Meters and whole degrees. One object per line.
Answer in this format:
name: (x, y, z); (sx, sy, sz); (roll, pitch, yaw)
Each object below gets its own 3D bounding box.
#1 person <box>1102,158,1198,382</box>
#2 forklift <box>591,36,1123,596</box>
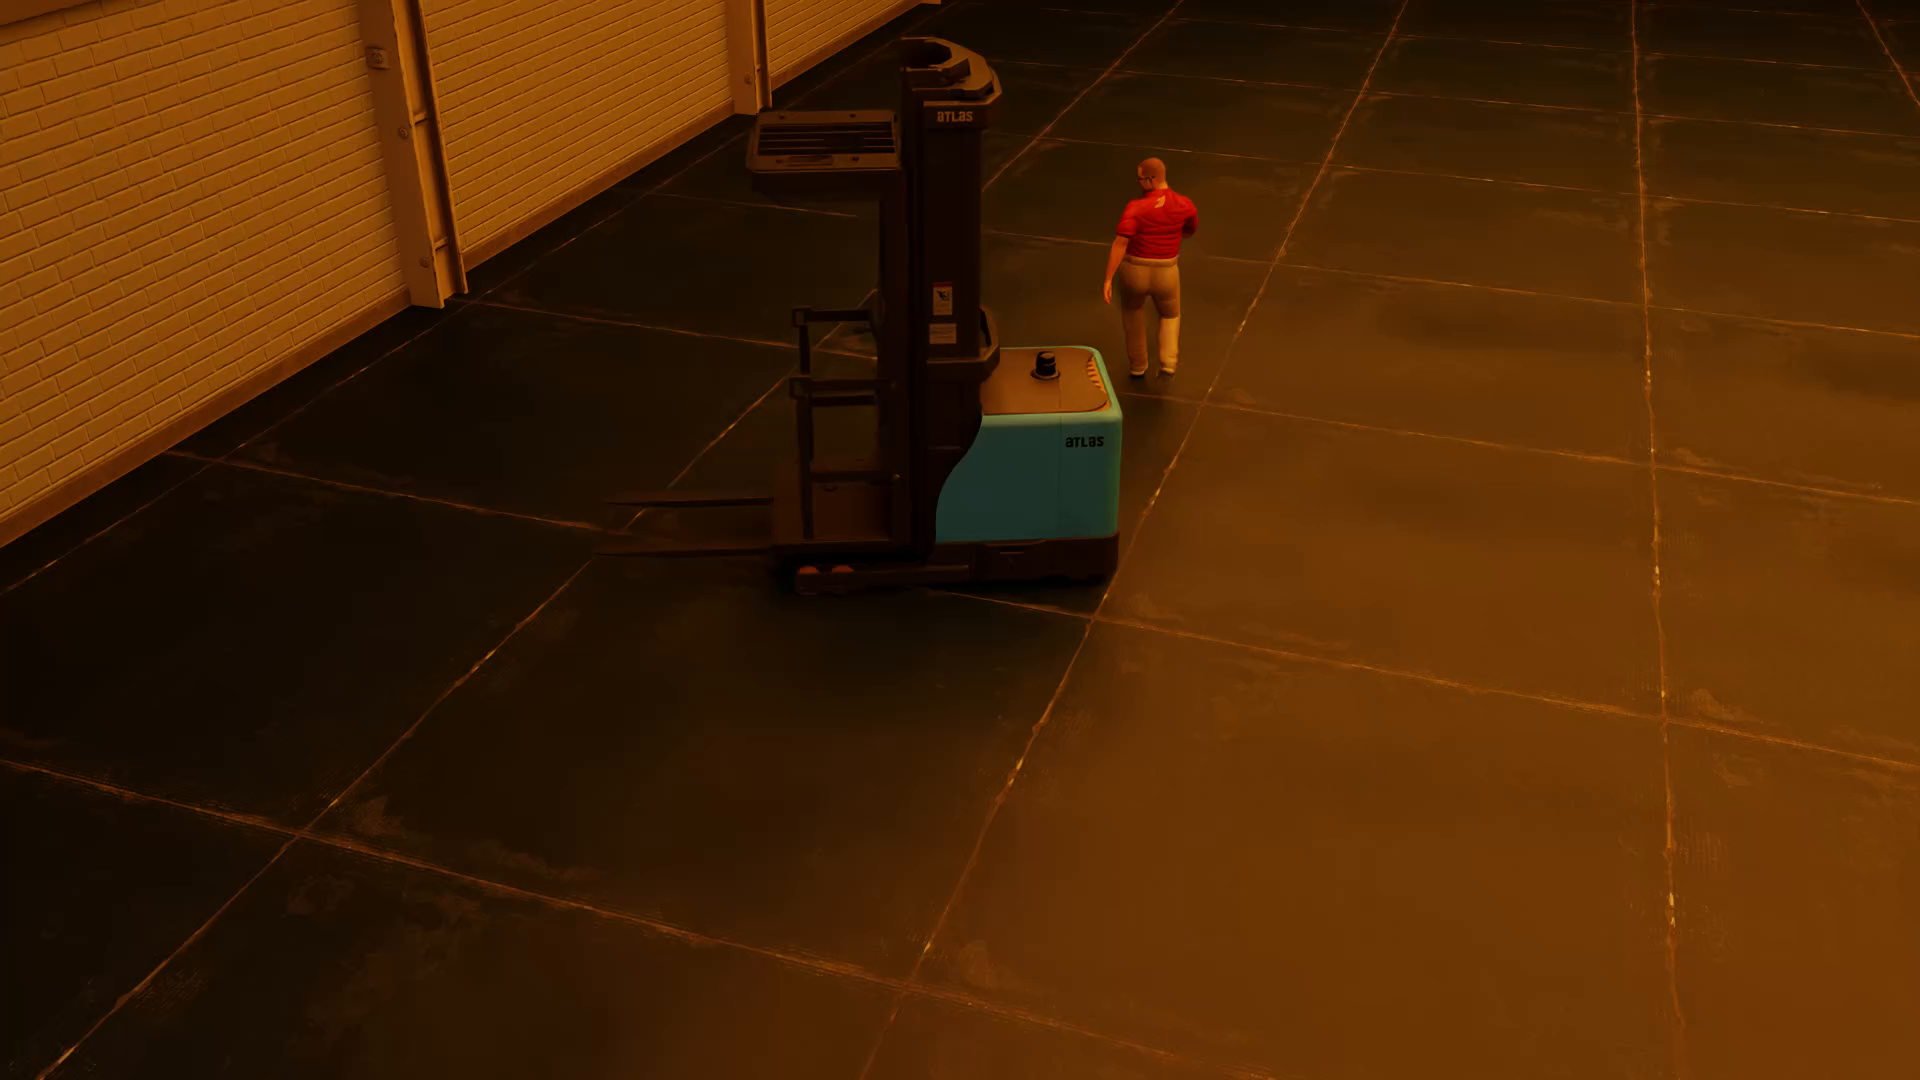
person: (1.328, -1.890, 11.750); (0.665, 1.663, 0.695); (1, 30, 2)
forklift: (-0.626, -1.225, 9.285); (3.031, 2.935, 1.130); (-2, 30, -4)
